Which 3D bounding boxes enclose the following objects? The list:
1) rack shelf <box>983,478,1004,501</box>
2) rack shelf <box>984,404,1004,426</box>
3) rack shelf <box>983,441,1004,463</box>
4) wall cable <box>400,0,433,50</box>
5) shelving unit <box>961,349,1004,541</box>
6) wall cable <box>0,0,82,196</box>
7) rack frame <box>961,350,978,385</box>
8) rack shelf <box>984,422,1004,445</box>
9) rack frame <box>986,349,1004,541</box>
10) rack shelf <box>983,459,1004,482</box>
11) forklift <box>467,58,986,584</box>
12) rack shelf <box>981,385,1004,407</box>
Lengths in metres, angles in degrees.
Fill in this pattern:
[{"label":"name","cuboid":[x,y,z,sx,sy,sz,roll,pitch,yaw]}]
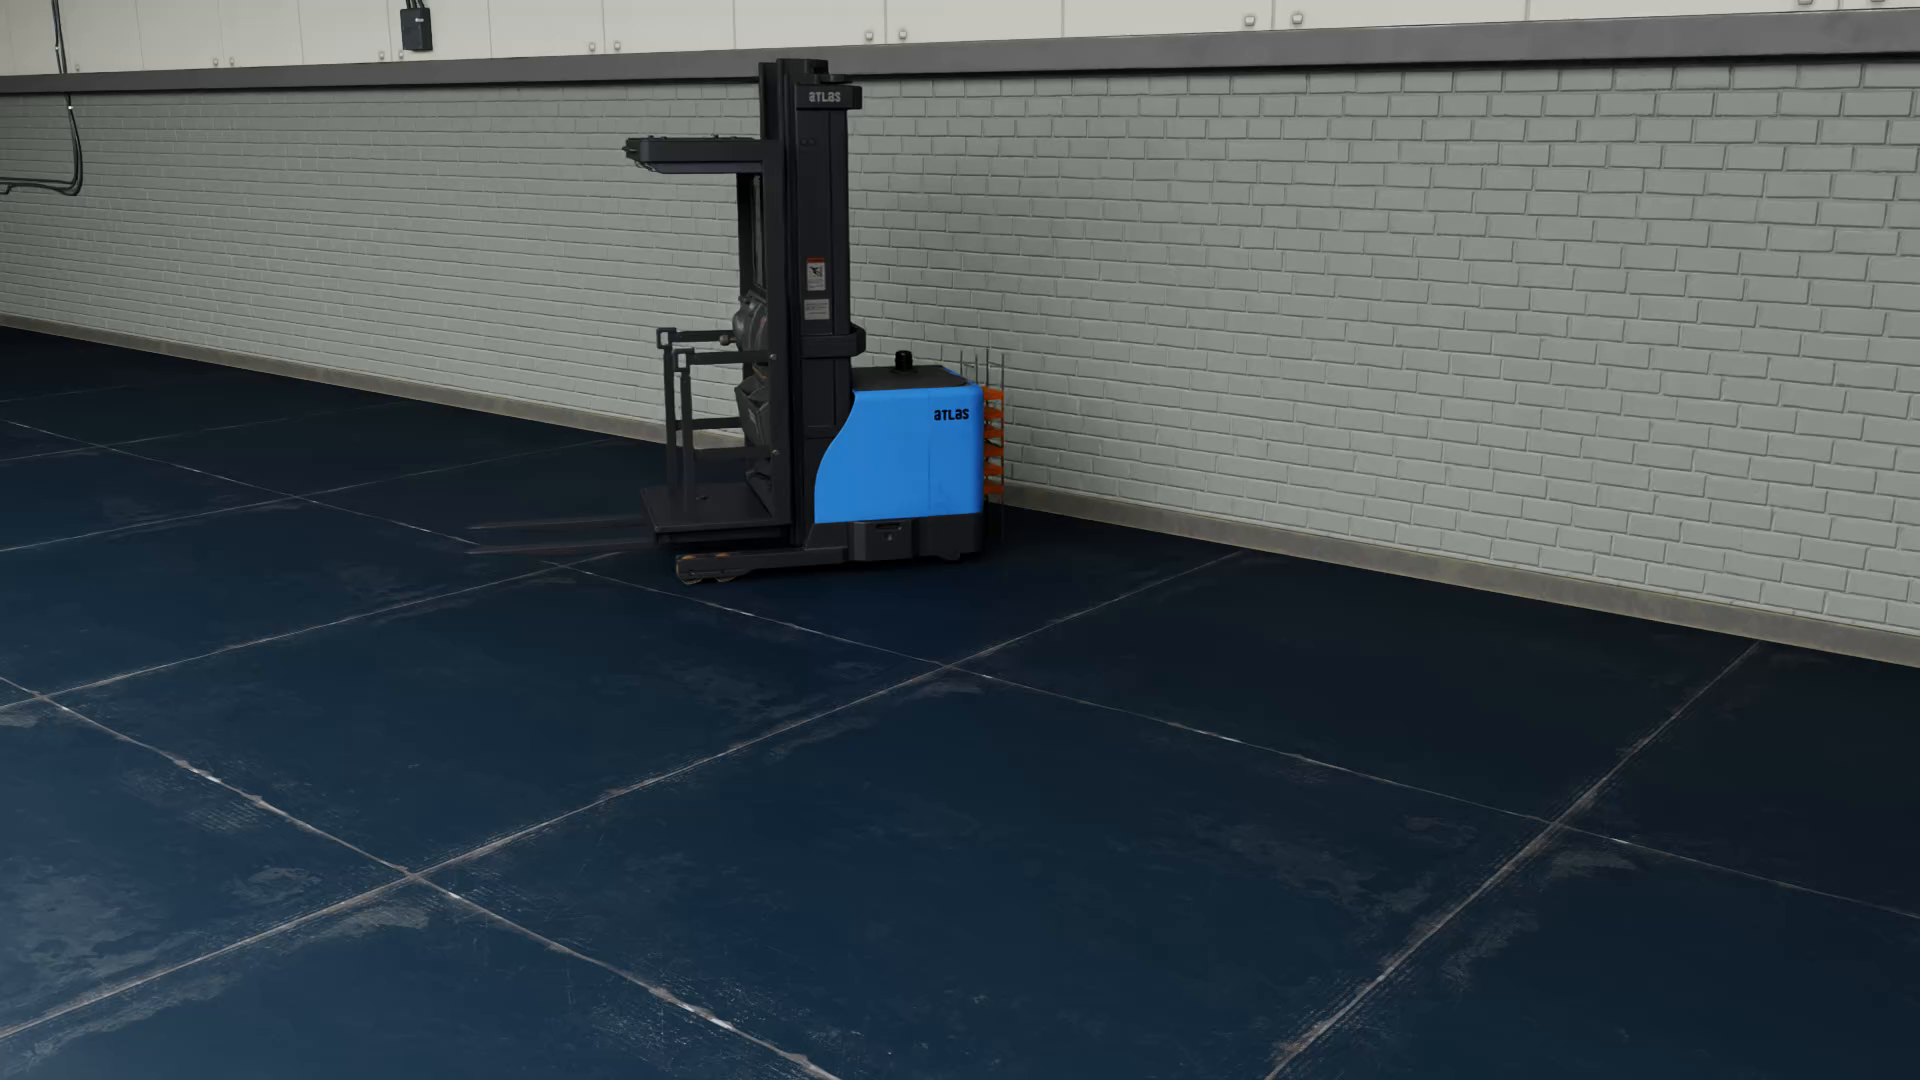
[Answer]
[{"label":"rack shelf","cuboid":[0.140,-0.317,10.587,0.180,0.103,0.258,-7,16,-24]},{"label":"rack shelf","cuboid":[0.140,-0.782,10.469,0.180,0.103,0.258,-7,16,-24]},{"label":"rack shelf","cuboid":[0.140,-0.549,10.528,0.180,0.103,0.258,-7,16,-24]},{"label":"wall cable","cuboid":[-4.056,-7.111,13.432,2.305,6.003,0.169,11,18,38]},{"label":"shelving unit","cuboid":[0.140,-0.592,10.517,0.189,1.200,0.258,-7,16,-24]},{"label":"wall cable","cuboid":[-11.430,-5.430,20.028,3.097,2.526,0.112,11,18,38]},{"label":"rack frame","cuboid":[0.057,-0.583,10.480,0.006,1.200,0.240,-7,16,-24]},{"label":"rack shelf","cuboid":[0.140,-0.666,10.499,0.180,0.103,0.258,-7,16,-24]},{"label":"rack frame","cuboid":[0.223,-0.602,10.555,0.006,1.200,0.240,-7,16,-24]},{"label":"rack shelf","cuboid":[0.140,-0.433,10.558,0.180,0.103,0.258,-7,16,-24]},{"label":"forklift","cuboid":[-1.420,-1.308,9.818,3.031,2.935,1.130,-4,15,-15]},{"label":"rack shelf","cuboid":[0.140,-0.898,10.440,0.180,0.103,0.258,-7,16,-24]}]
